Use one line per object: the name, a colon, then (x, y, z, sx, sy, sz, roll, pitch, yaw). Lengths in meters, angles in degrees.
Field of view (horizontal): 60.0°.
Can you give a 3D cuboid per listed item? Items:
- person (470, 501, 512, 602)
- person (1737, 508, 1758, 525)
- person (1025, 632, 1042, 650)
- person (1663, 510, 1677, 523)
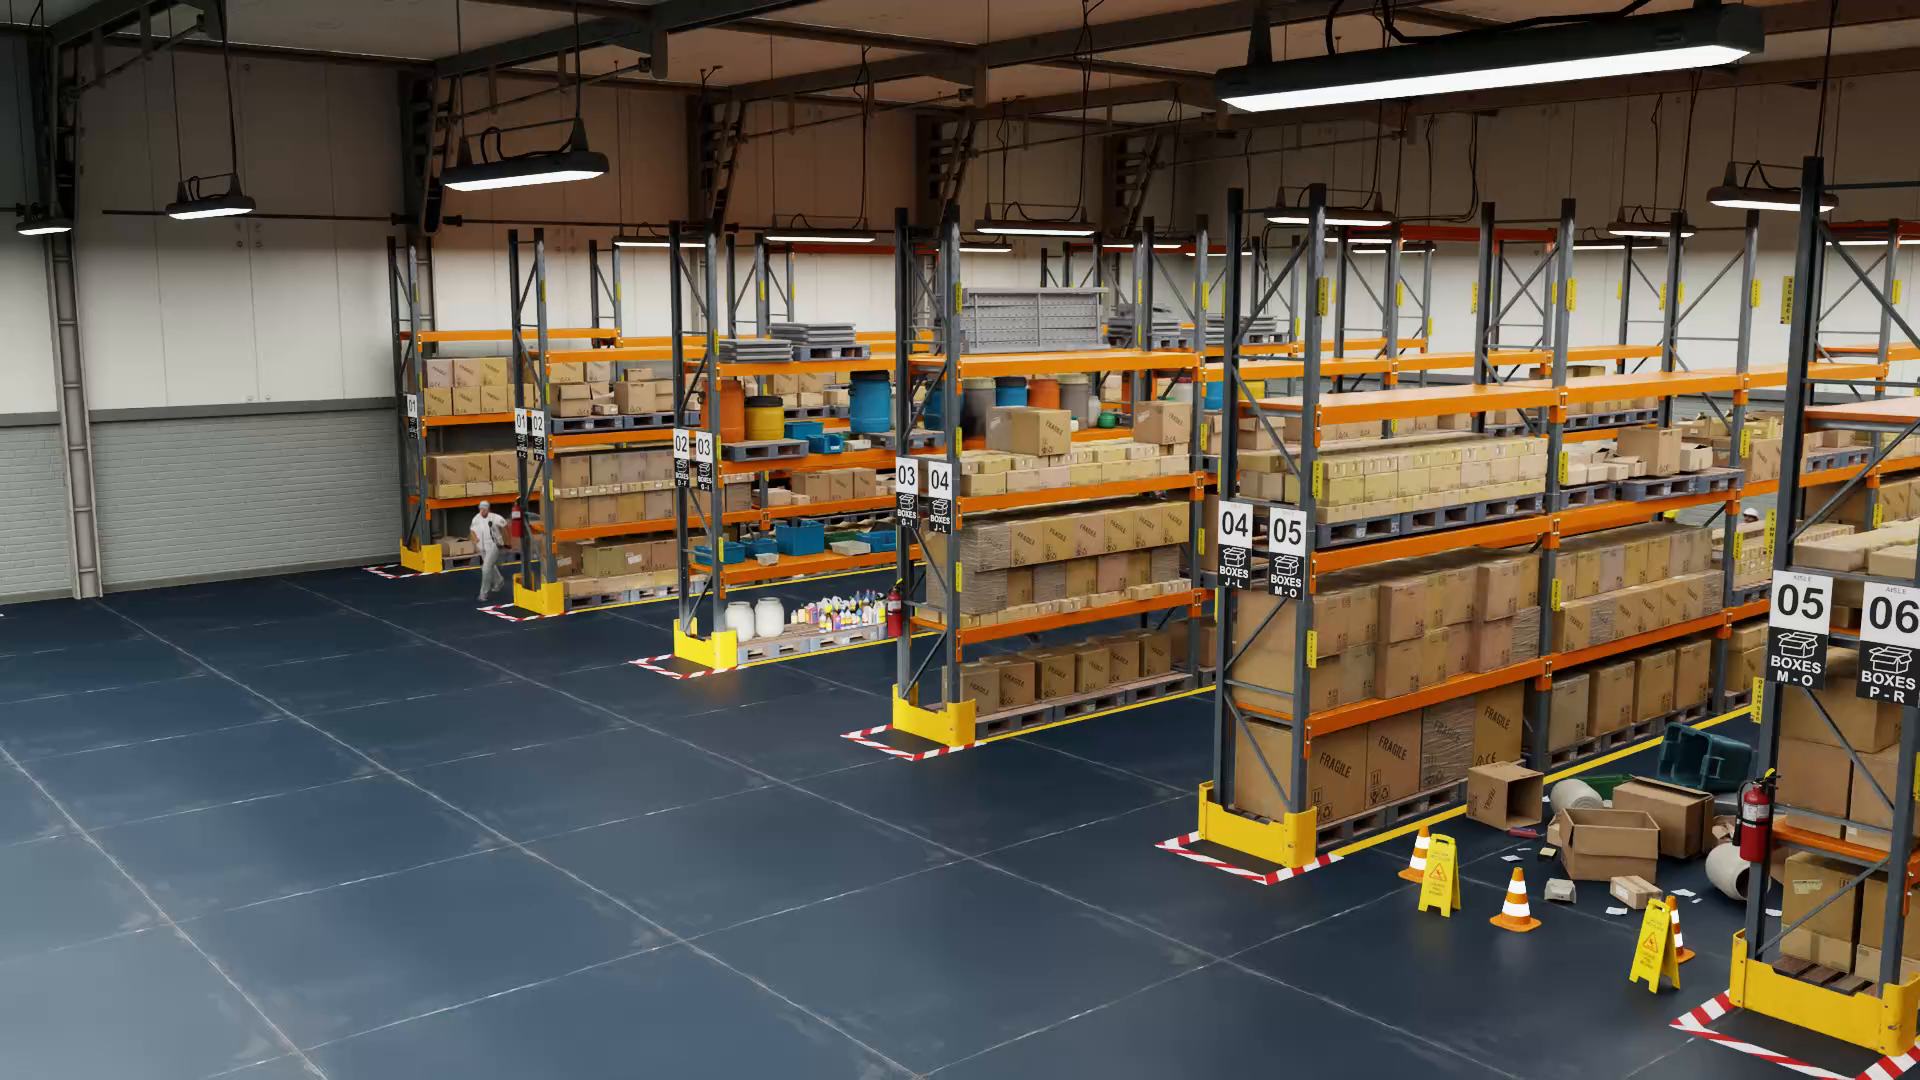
person: (-7.748, 0.148, 27.552, 0.586, 1.668, 0.856, 3, 9, 21)
person: (12.140, 0.370, 25.671, 0.655, 1.741, 0.591, 8, 12, 41)
person: (0.891, 0.725, 21.850, 0.484, 1.667, 0.612, -8, 12, -41)
person: (10.973, 0.345, 25.698, 0.798, 1.713, 0.618, -6, 10, -33)
